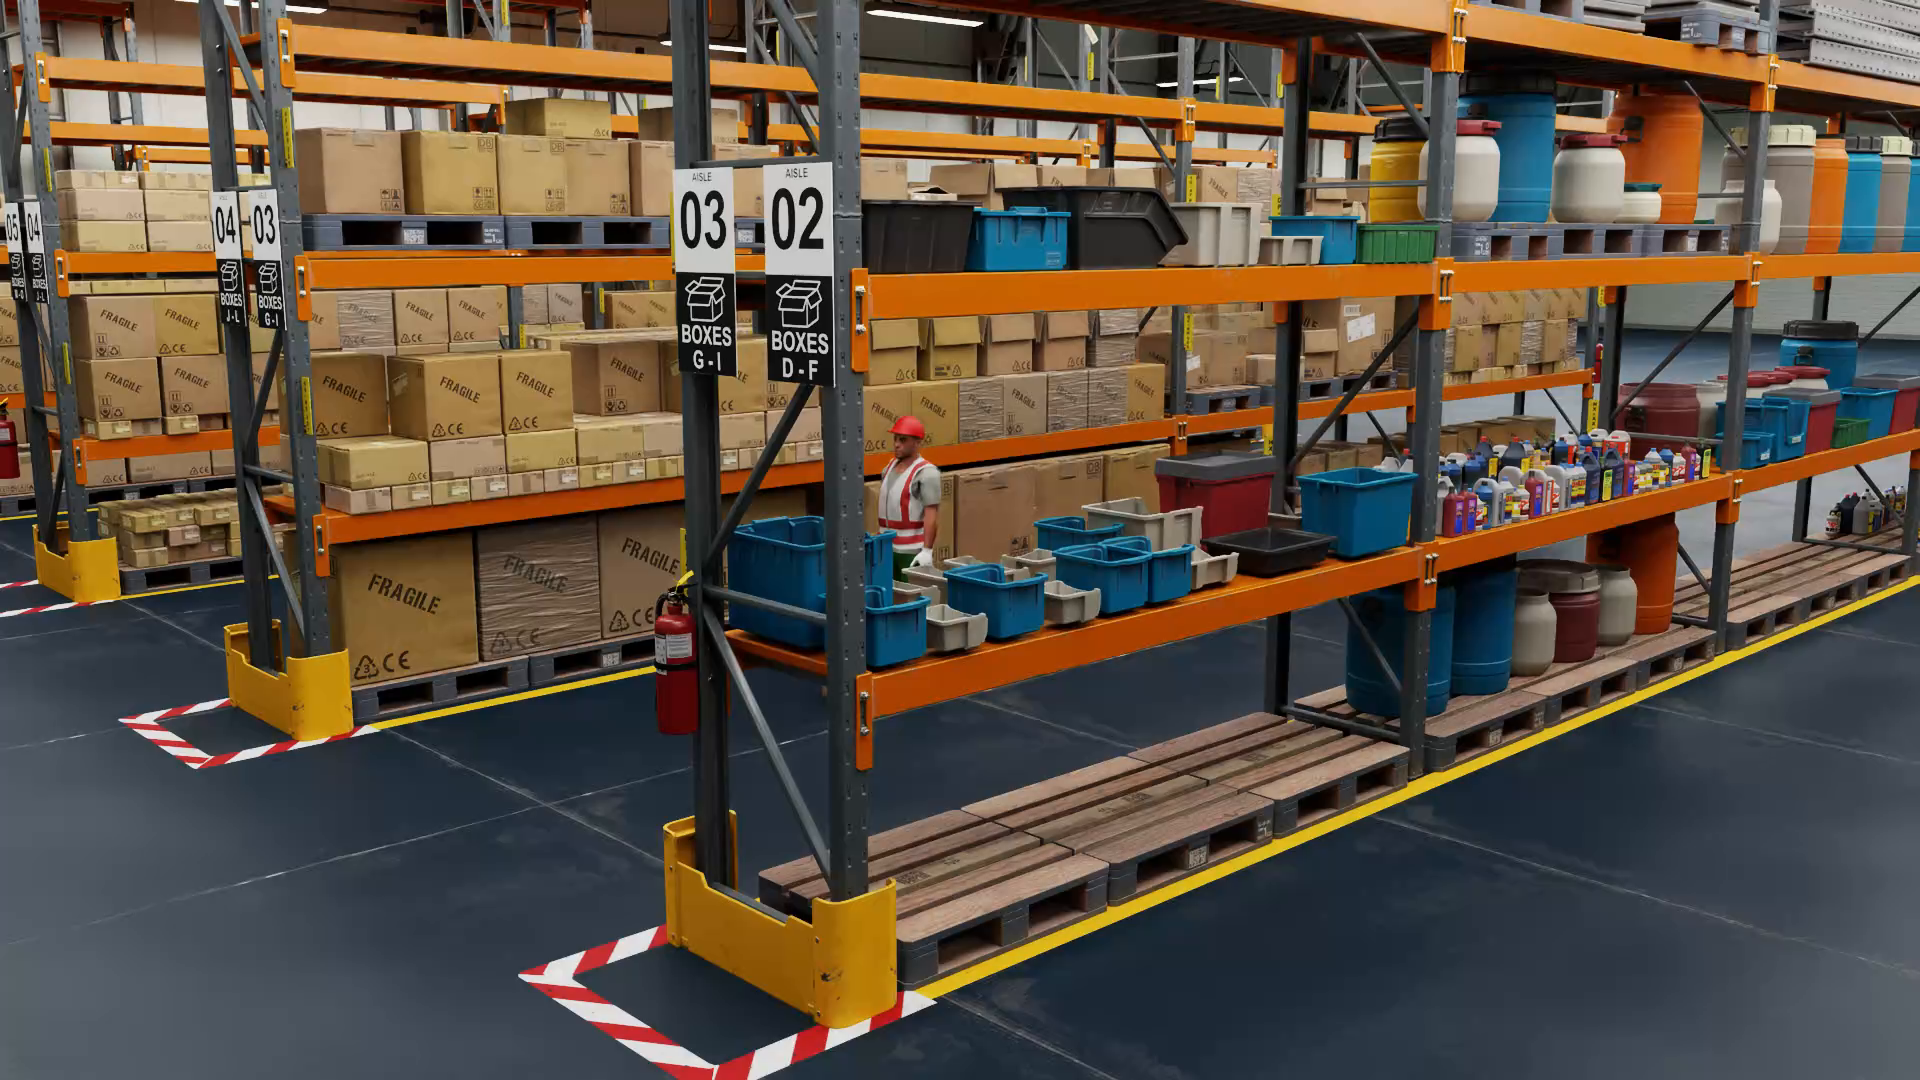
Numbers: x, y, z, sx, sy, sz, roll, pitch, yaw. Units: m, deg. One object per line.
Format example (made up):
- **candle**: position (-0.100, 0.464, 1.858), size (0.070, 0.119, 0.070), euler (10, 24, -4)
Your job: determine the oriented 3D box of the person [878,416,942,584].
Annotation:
- **person**: position (-0.356, 0.073, 10.949), size (0.332, 1.788, 0.524), euler (-9, 14, -41)
